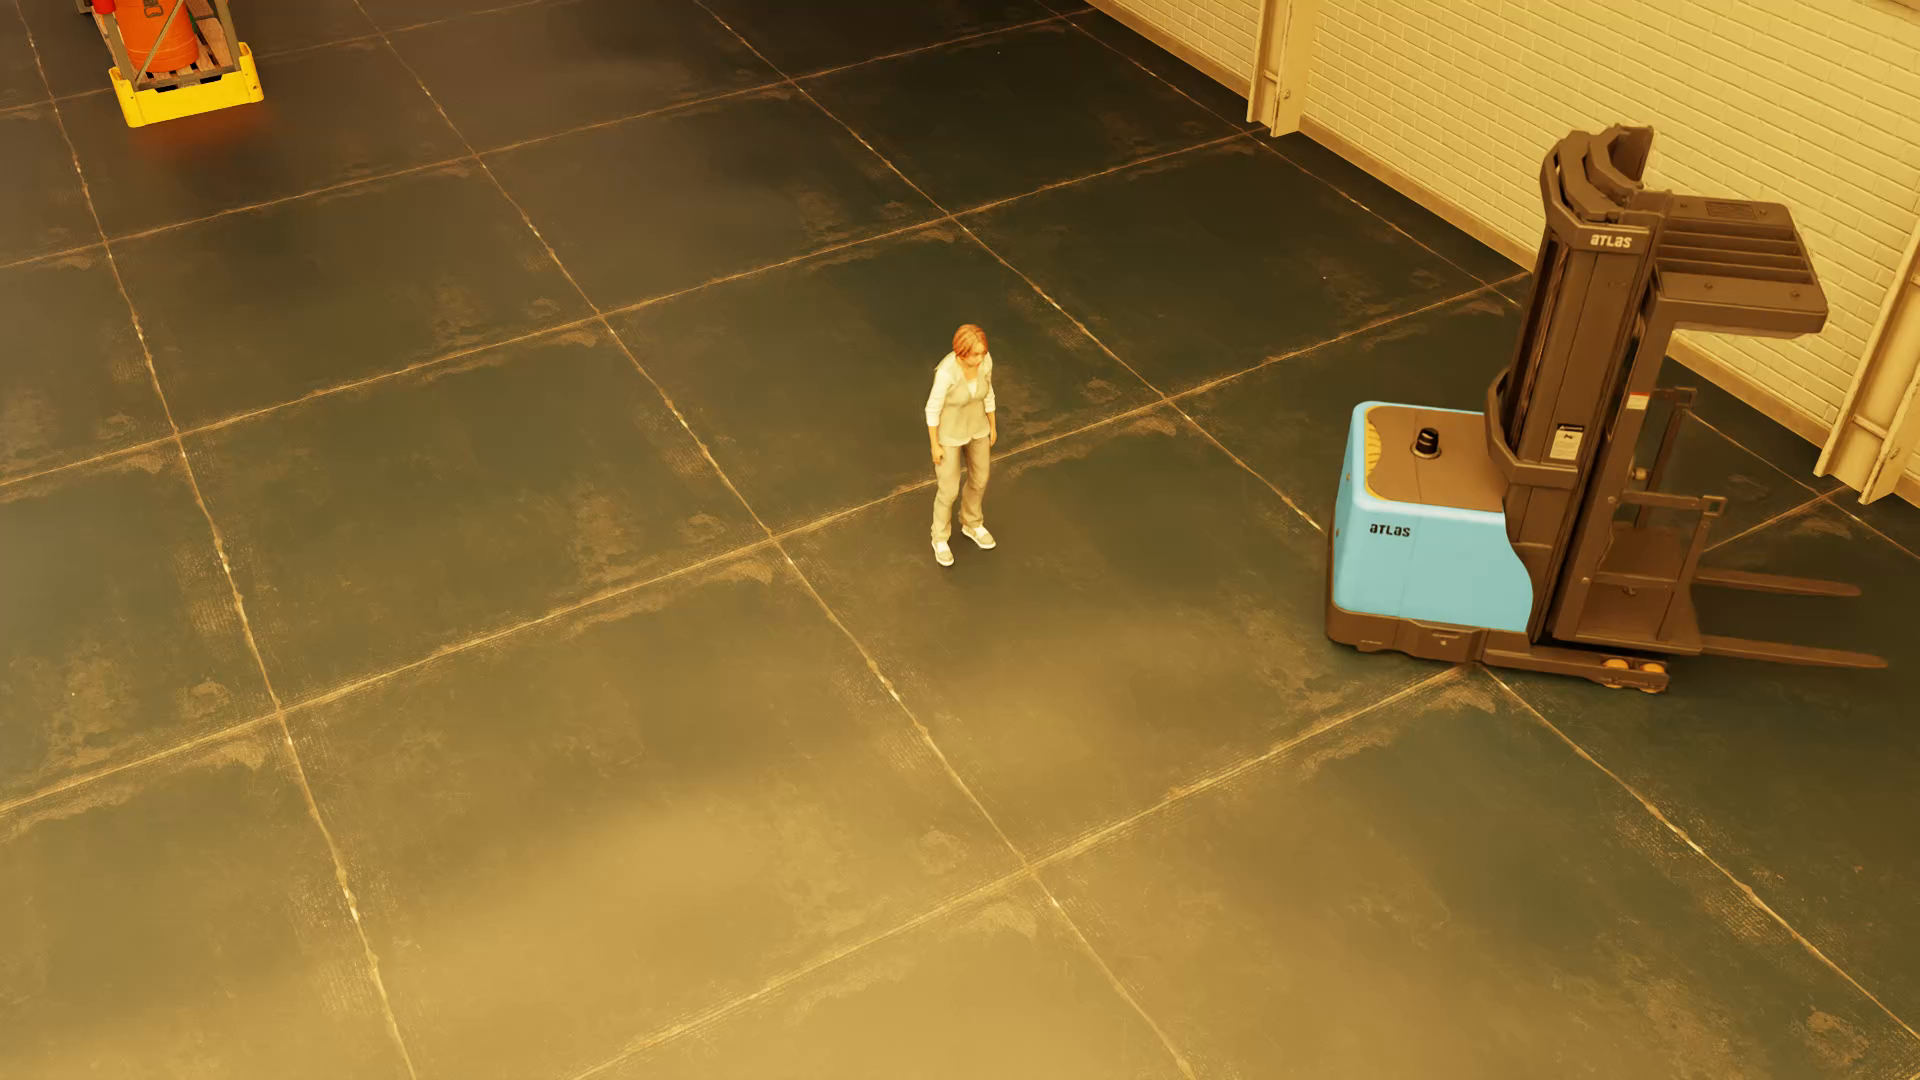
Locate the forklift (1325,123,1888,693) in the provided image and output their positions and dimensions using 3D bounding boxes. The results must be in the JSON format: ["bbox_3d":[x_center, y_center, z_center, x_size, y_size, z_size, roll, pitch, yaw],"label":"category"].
[{"bbox_3d":[3.674,-0.644,8.812,3.031,2.935,1.130,7,40,8],"label":"forklift"}]

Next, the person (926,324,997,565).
[{"bbox_3d":[0.016,-0.603,9.812,0.467,1.592,0.344,-22,44,-24],"label":"person"}]
